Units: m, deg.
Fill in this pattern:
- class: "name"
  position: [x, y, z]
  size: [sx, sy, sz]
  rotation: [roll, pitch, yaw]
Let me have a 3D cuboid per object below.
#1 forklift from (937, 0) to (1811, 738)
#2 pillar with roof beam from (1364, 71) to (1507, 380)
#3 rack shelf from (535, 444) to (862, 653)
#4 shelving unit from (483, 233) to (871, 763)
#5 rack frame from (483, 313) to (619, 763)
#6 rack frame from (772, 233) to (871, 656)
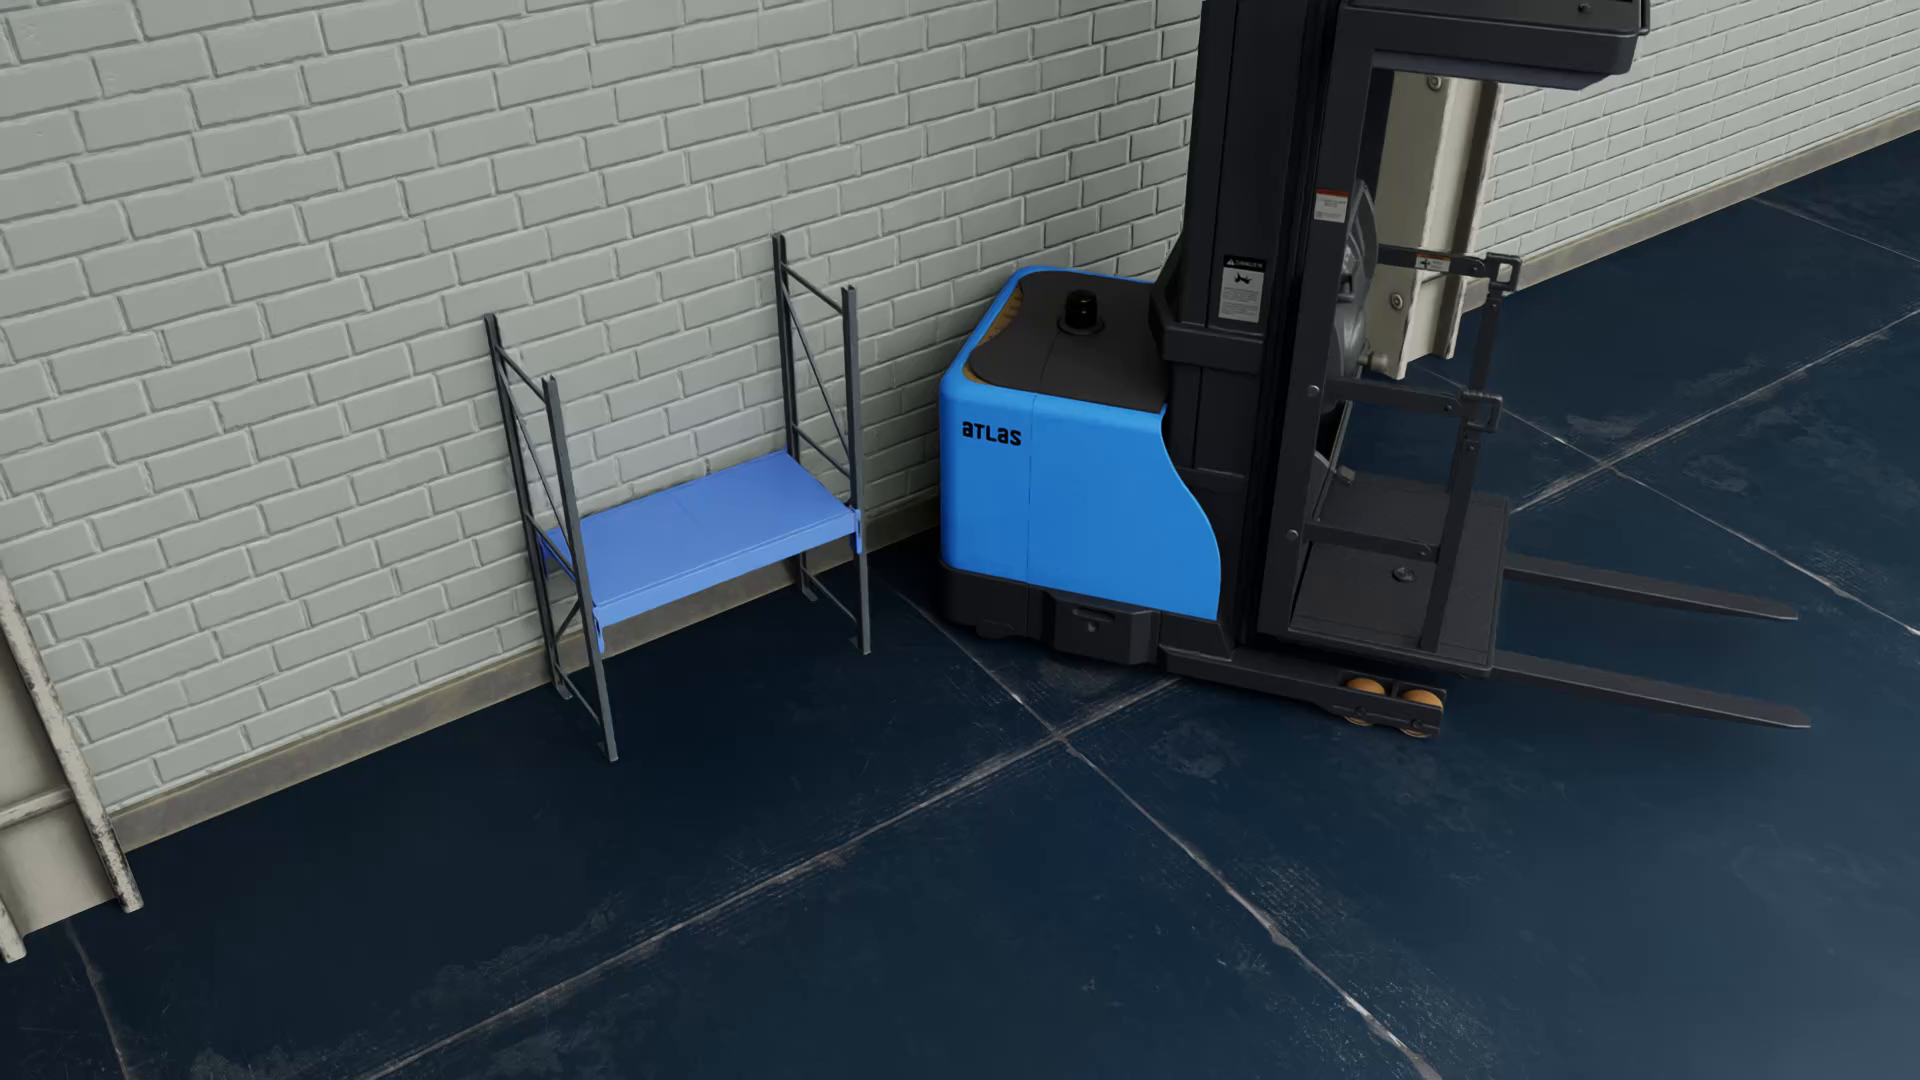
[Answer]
- class: "forklift"
  position: [1.488, -0.852, 5.425]
  size: [3.031, 2.935, 1.130]
  rotation: [11, 37, 15]
- class: "pillar with roof beam"
  position: [4.600, -2.486, 2.499]
  size: [0.400, 9.000, 9.100]
  rotation: [-22, 41, -28]
- class: "rack shelf"
  position: [-0.903, 0.008, 5.762]
  size: [1.000, 0.185, 0.538]
  rotation: [-22, 41, -27]
- class: "shelving unit"
  position: [-0.903, -0.138, 5.657]
  size: [1.048, 1.500, 0.538]
  rotation: [-22, 41, -27]
- class: "rack frame"
  position: [-1.324, 0.029, 5.425]
  size: [0.032, 1.500, 0.500]
  rotation: [-22, 41, -27]
- class: "rack frame"
  position: [-0.483, -0.305, 5.889]
  size: [0.032, 1.500, 0.500]
  rotation: [-22, 41, -27]
